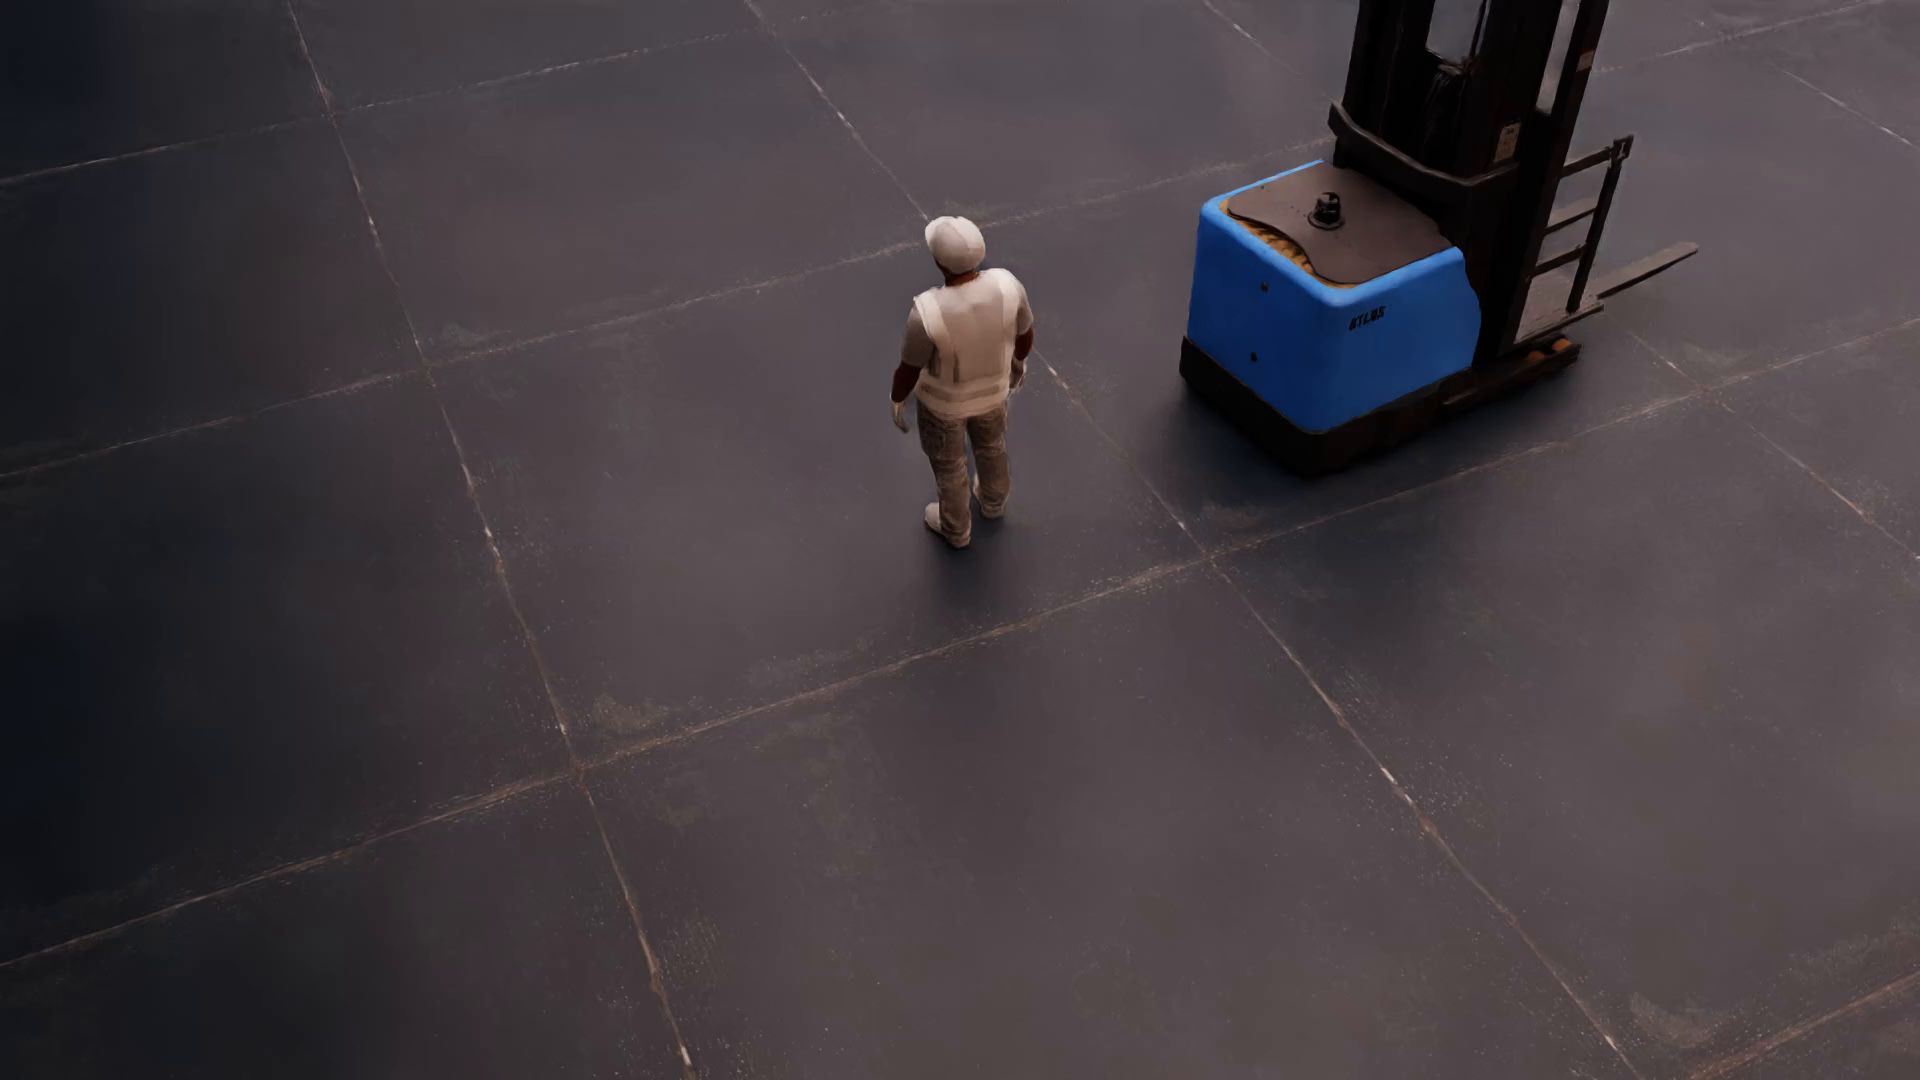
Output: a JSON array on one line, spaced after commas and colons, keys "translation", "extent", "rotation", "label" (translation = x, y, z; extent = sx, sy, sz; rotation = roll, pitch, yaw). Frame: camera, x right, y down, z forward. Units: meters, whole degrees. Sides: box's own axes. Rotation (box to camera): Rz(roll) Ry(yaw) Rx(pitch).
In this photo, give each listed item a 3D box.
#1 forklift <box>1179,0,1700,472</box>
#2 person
[{"translation": [2.662, -2.178, 8.014], "extent": [3.031, 2.935, 1.130], "rotation": [-24, 48, -23], "label": "forklift"}, {"translation": [-0.023, -0.704, 7.266], "extent": [0.655, 1.782, 0.576], "rotation": [-18, 46, -18], "label": "person"}]
